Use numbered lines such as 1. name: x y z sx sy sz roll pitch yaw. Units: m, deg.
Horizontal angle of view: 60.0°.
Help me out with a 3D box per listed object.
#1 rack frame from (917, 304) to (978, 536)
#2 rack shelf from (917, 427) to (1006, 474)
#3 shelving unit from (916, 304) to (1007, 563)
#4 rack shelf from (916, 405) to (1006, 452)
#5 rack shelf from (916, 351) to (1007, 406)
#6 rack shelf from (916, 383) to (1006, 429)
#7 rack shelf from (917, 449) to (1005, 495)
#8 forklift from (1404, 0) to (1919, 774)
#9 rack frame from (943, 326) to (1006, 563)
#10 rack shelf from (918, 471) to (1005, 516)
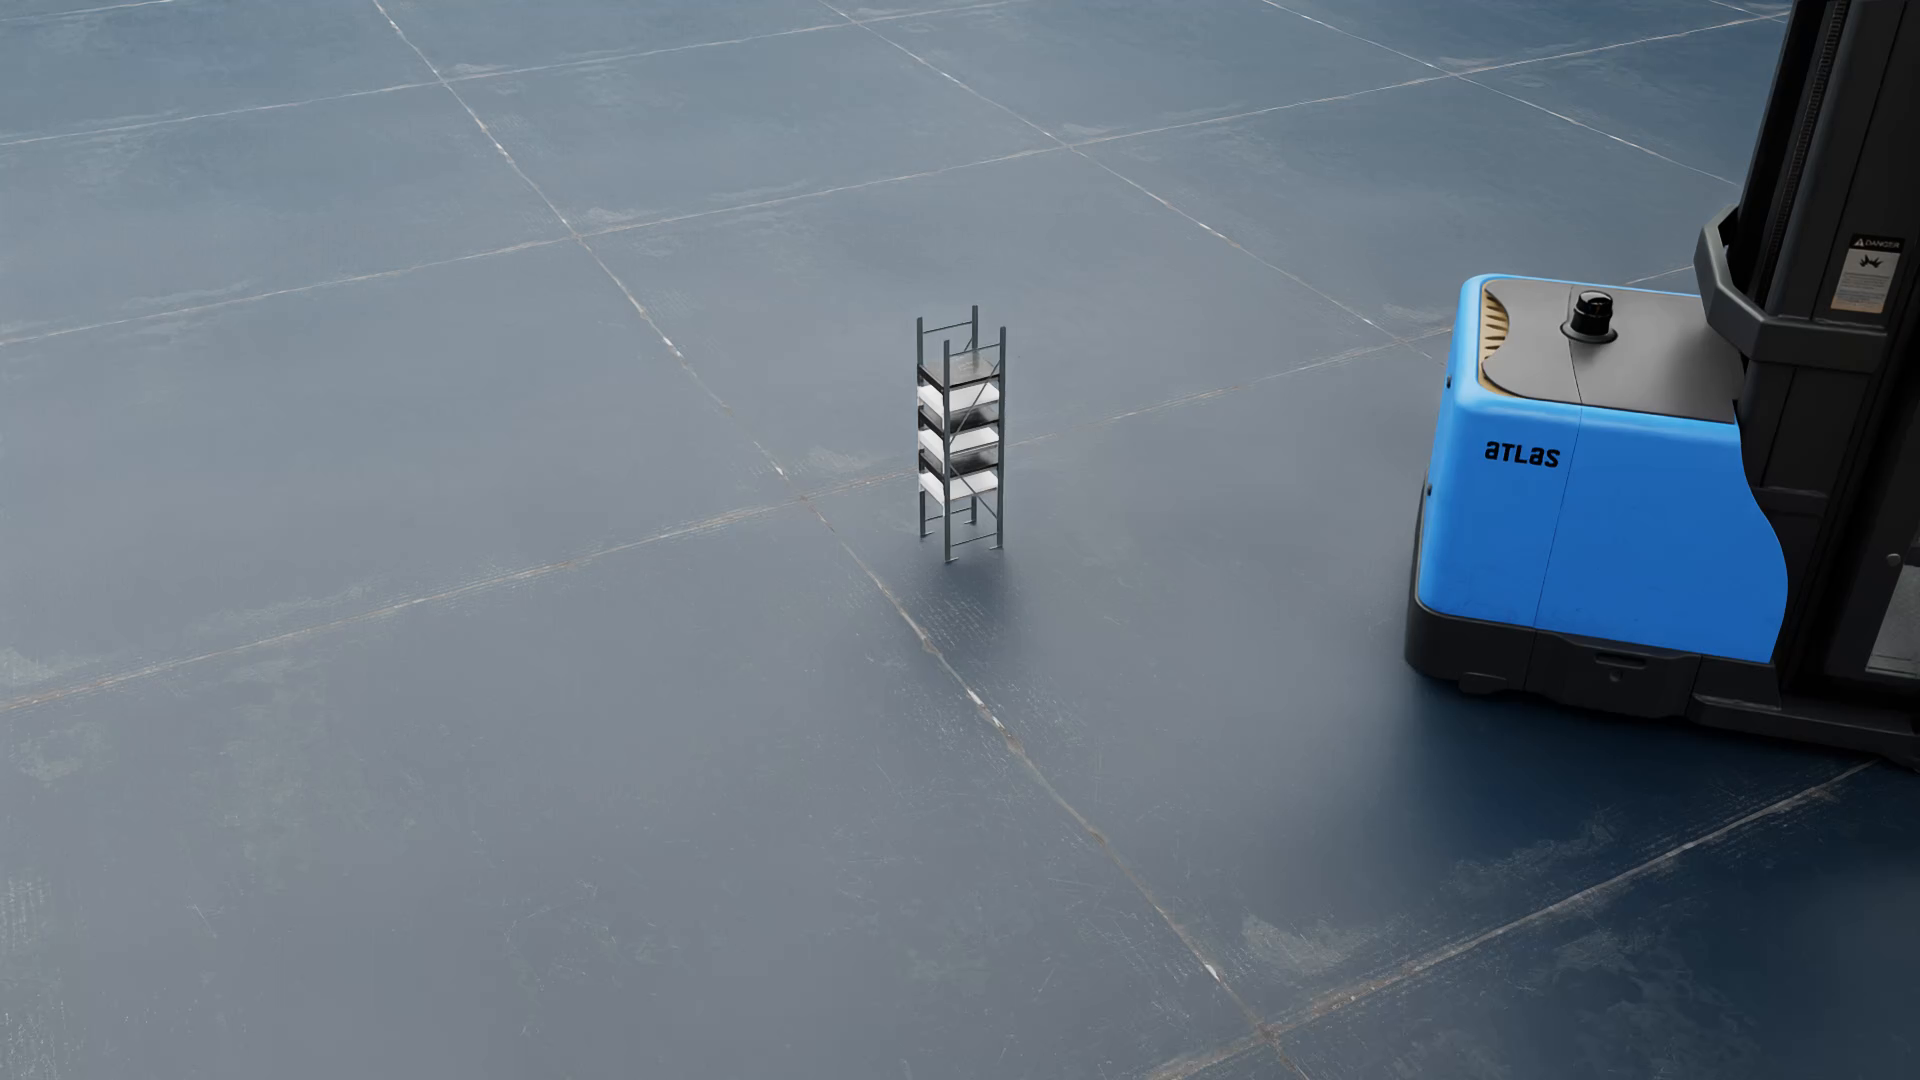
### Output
1. rack frame: -0.044 -0.424 6.077 0.240 0.900 0.006 -16 36 -23
2. rack shelf: 0.004 -0.347 6.019 0.258 0.077 0.200 -16 36 -23
3. shelving unit: 0.004 -0.375 6.001 0.258 0.900 0.210 -16 36 -23
4. rack shelf: 0.004 -0.423 5.971 0.258 0.077 0.200 -16 36 -23
5. rack shelf: 0.004 -0.574 5.874 0.258 0.077 0.200 -16 36 -23
6. rack shelf: 0.004 -0.499 5.922 0.258 0.077 0.200 -16 36 -23
7. rack shelf: 0.004 -0.271 6.068 0.258 0.077 0.200 -16 36 -23
8. forklift: 3.047 -0.792 4.770 3.031 2.935 1.130 9 34 13
9. rack frame: 0.051 -0.327 5.925 0.240 0.900 0.006 -16 36 -23
10. rack shelf: 0.004 -0.195 6.116 0.258 0.077 0.200 -16 36 -23
